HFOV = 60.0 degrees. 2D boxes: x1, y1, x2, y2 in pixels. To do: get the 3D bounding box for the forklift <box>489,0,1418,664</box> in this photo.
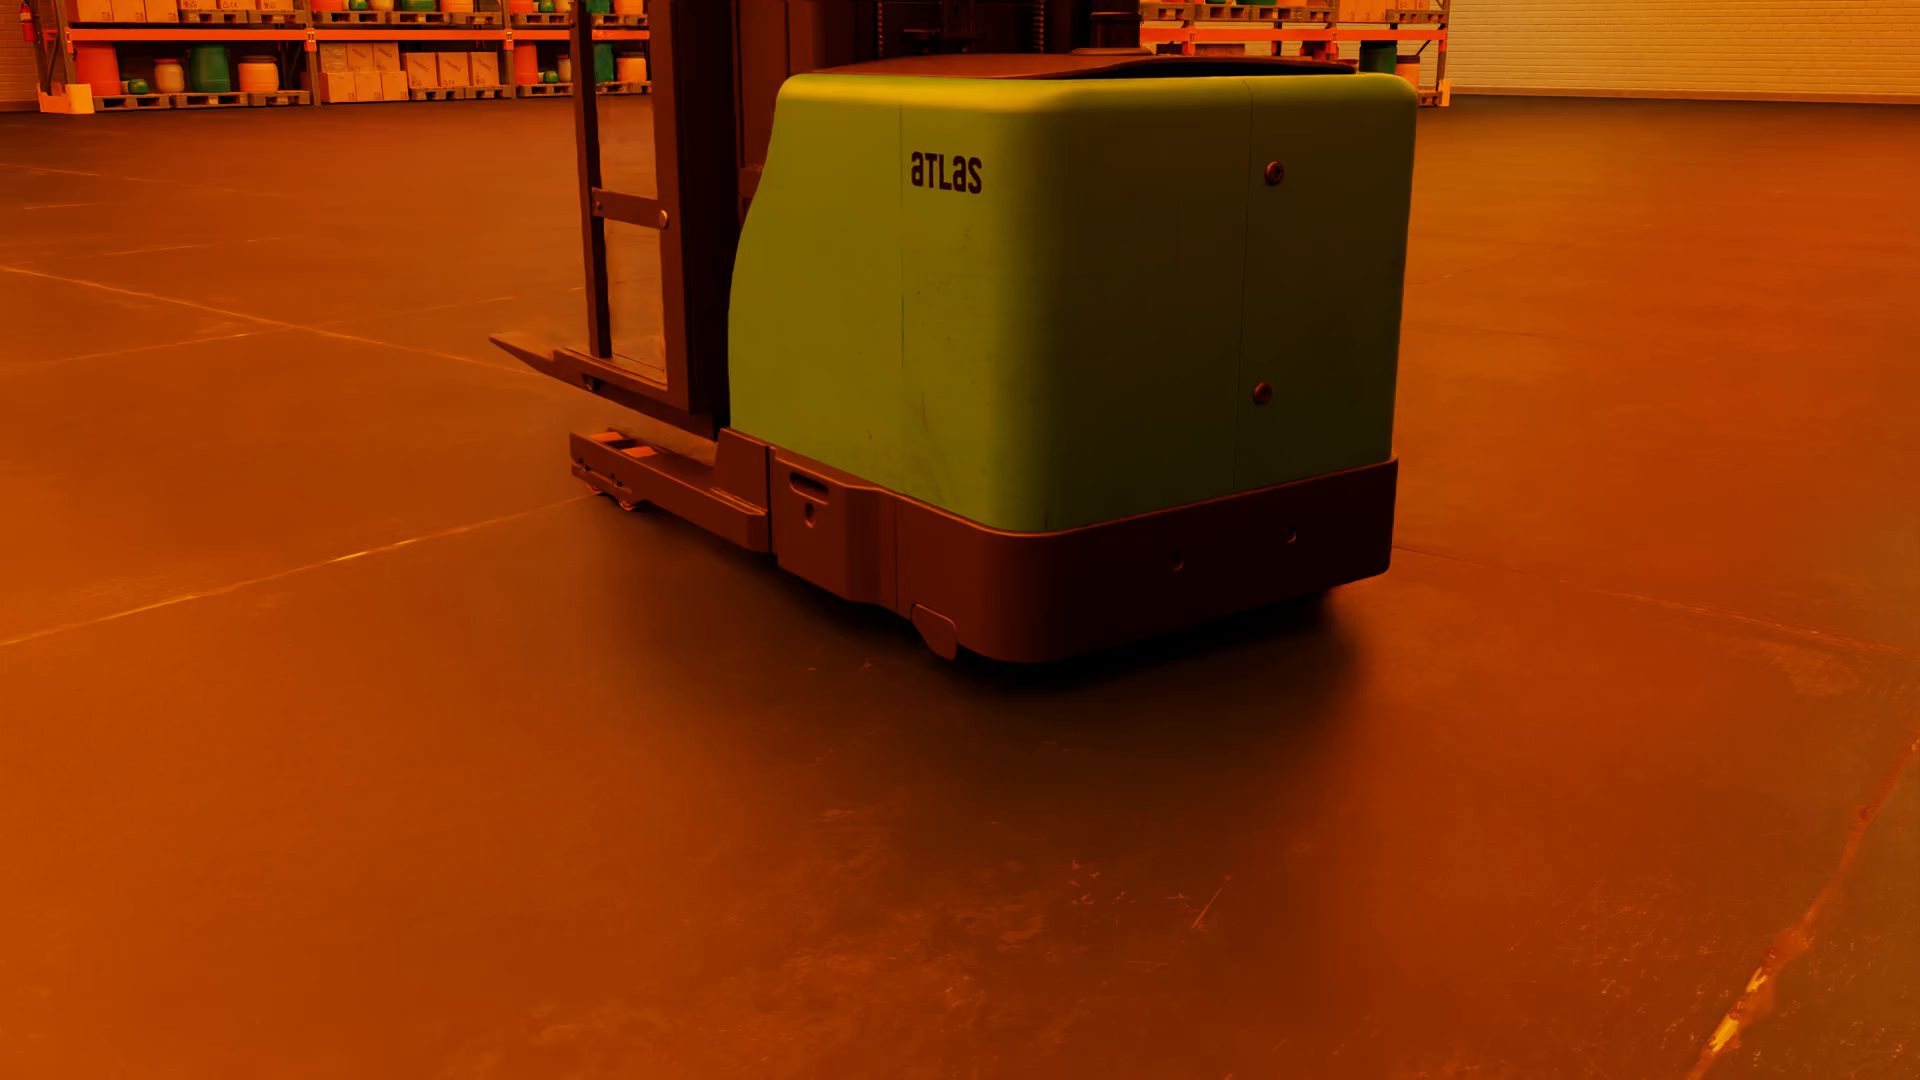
[{"bbox_3d":[-0.358,-1.546,3.989,1.130,2.935,3.031,-12,21,-34],"label":"forklift"}]
